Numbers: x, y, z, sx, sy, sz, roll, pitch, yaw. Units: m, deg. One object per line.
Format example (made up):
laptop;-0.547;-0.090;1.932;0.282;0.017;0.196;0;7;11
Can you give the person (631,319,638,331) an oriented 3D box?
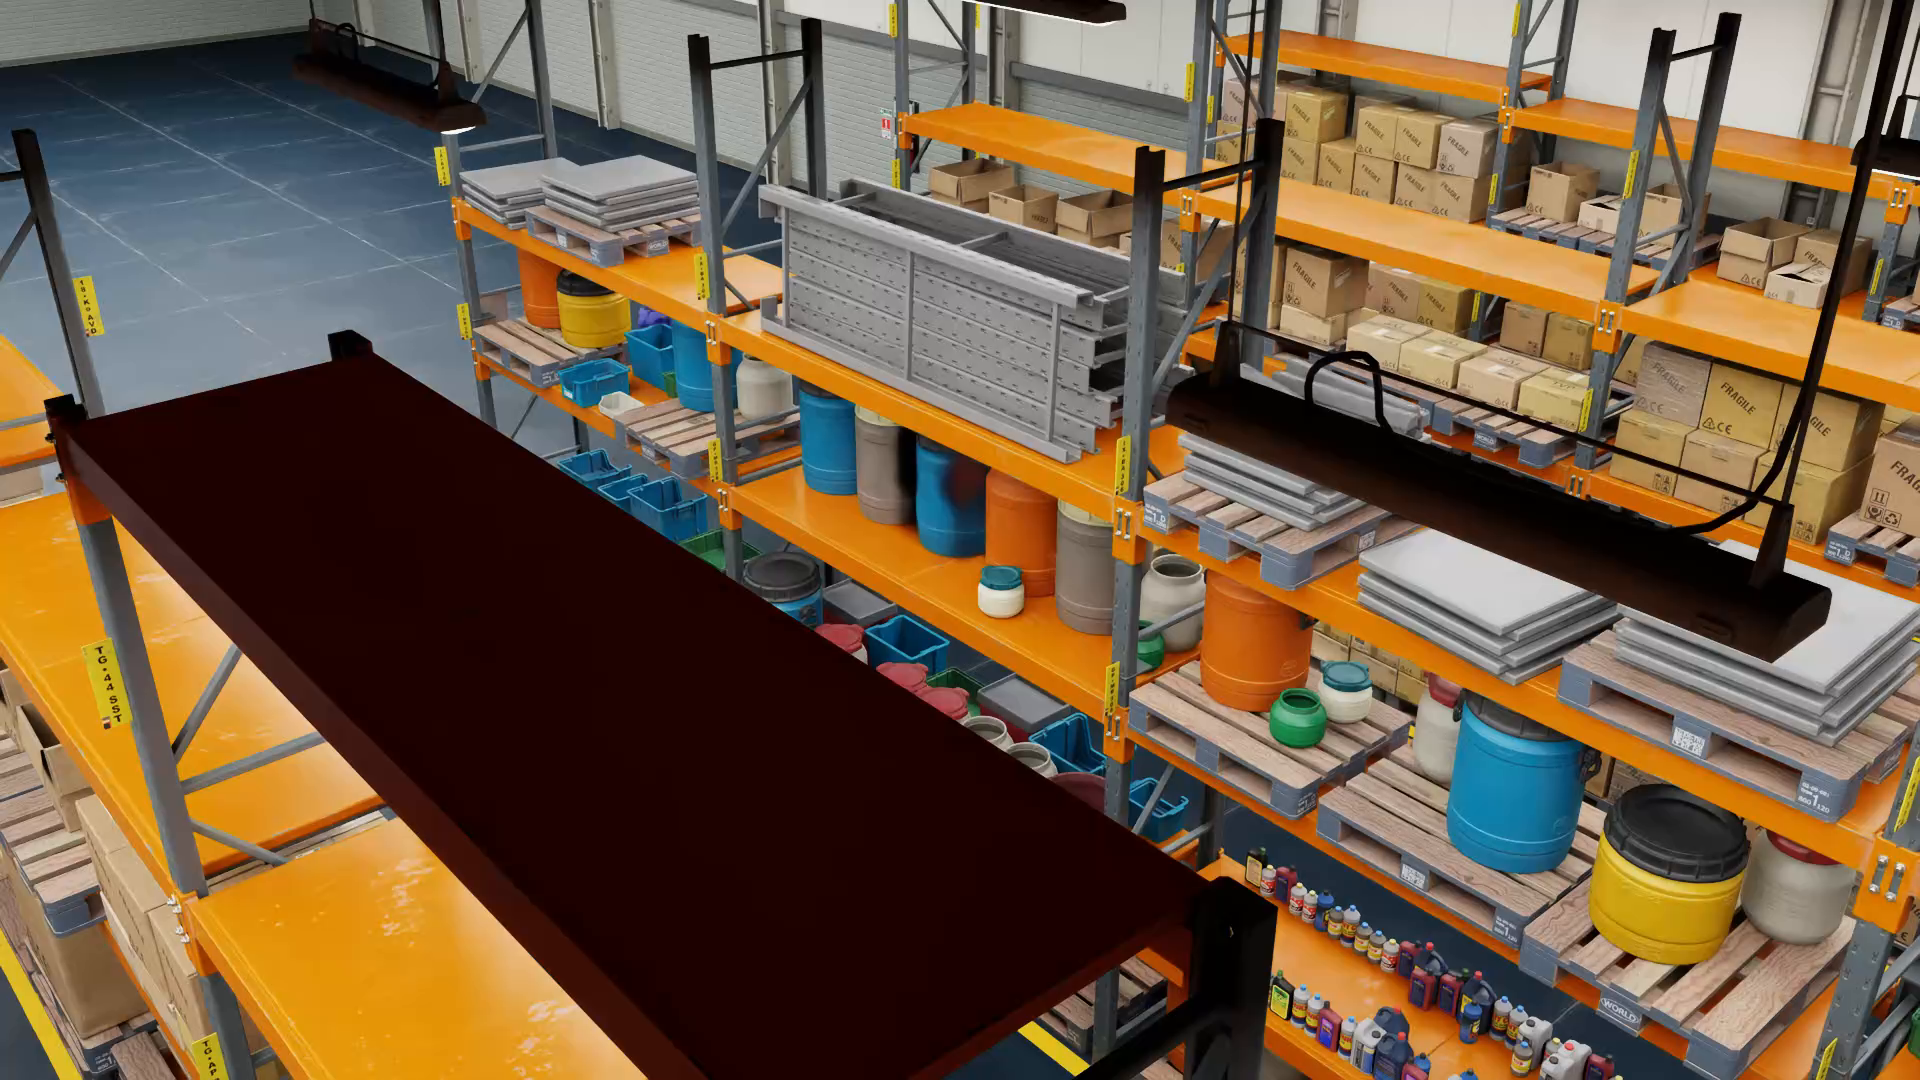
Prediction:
person;-4.060;-2.205;20.180;0.679;1.597;0.560;-15;31;-28
